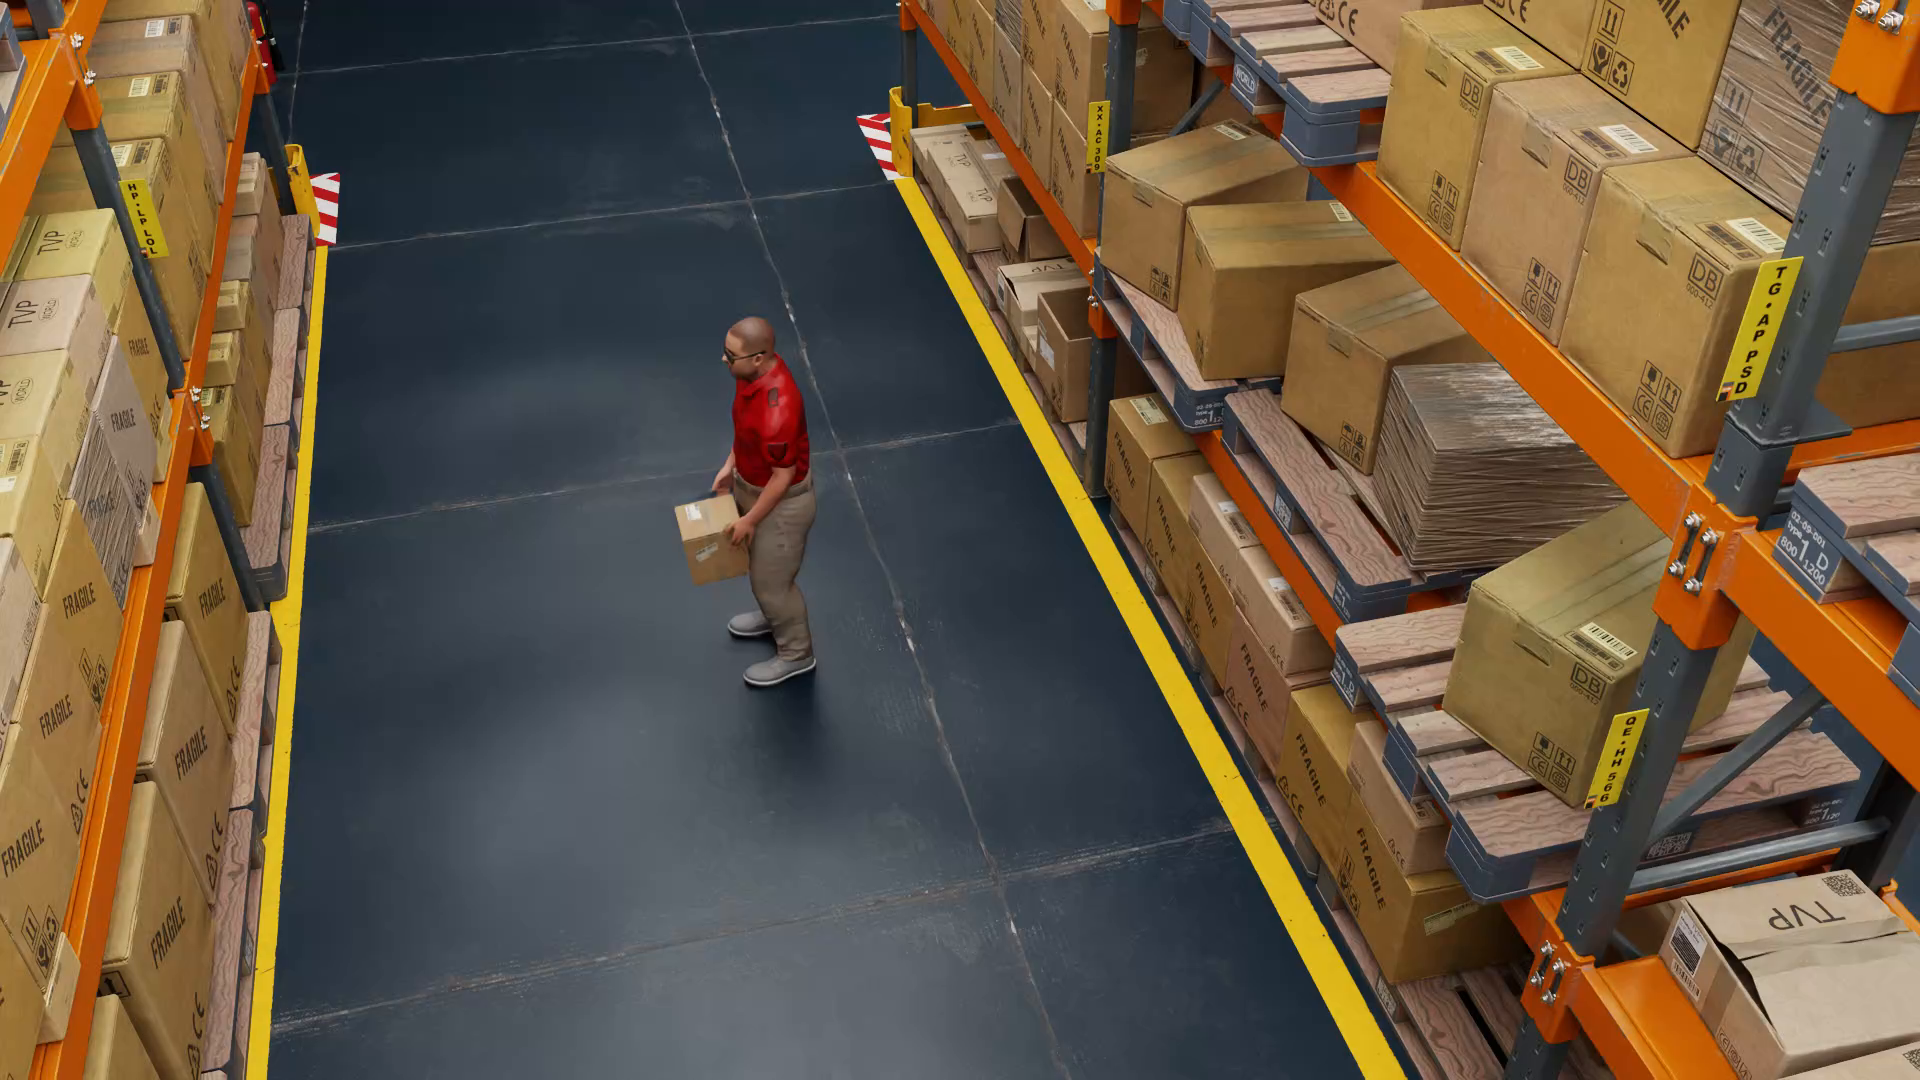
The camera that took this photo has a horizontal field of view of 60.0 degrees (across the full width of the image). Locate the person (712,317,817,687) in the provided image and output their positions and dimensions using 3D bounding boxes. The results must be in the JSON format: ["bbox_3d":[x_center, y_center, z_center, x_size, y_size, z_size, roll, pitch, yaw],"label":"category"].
[{"bbox_3d":[-0.816,-0.172,6.942,0.400,1.733,0.547,-10,39,-13],"label":"person"}]
